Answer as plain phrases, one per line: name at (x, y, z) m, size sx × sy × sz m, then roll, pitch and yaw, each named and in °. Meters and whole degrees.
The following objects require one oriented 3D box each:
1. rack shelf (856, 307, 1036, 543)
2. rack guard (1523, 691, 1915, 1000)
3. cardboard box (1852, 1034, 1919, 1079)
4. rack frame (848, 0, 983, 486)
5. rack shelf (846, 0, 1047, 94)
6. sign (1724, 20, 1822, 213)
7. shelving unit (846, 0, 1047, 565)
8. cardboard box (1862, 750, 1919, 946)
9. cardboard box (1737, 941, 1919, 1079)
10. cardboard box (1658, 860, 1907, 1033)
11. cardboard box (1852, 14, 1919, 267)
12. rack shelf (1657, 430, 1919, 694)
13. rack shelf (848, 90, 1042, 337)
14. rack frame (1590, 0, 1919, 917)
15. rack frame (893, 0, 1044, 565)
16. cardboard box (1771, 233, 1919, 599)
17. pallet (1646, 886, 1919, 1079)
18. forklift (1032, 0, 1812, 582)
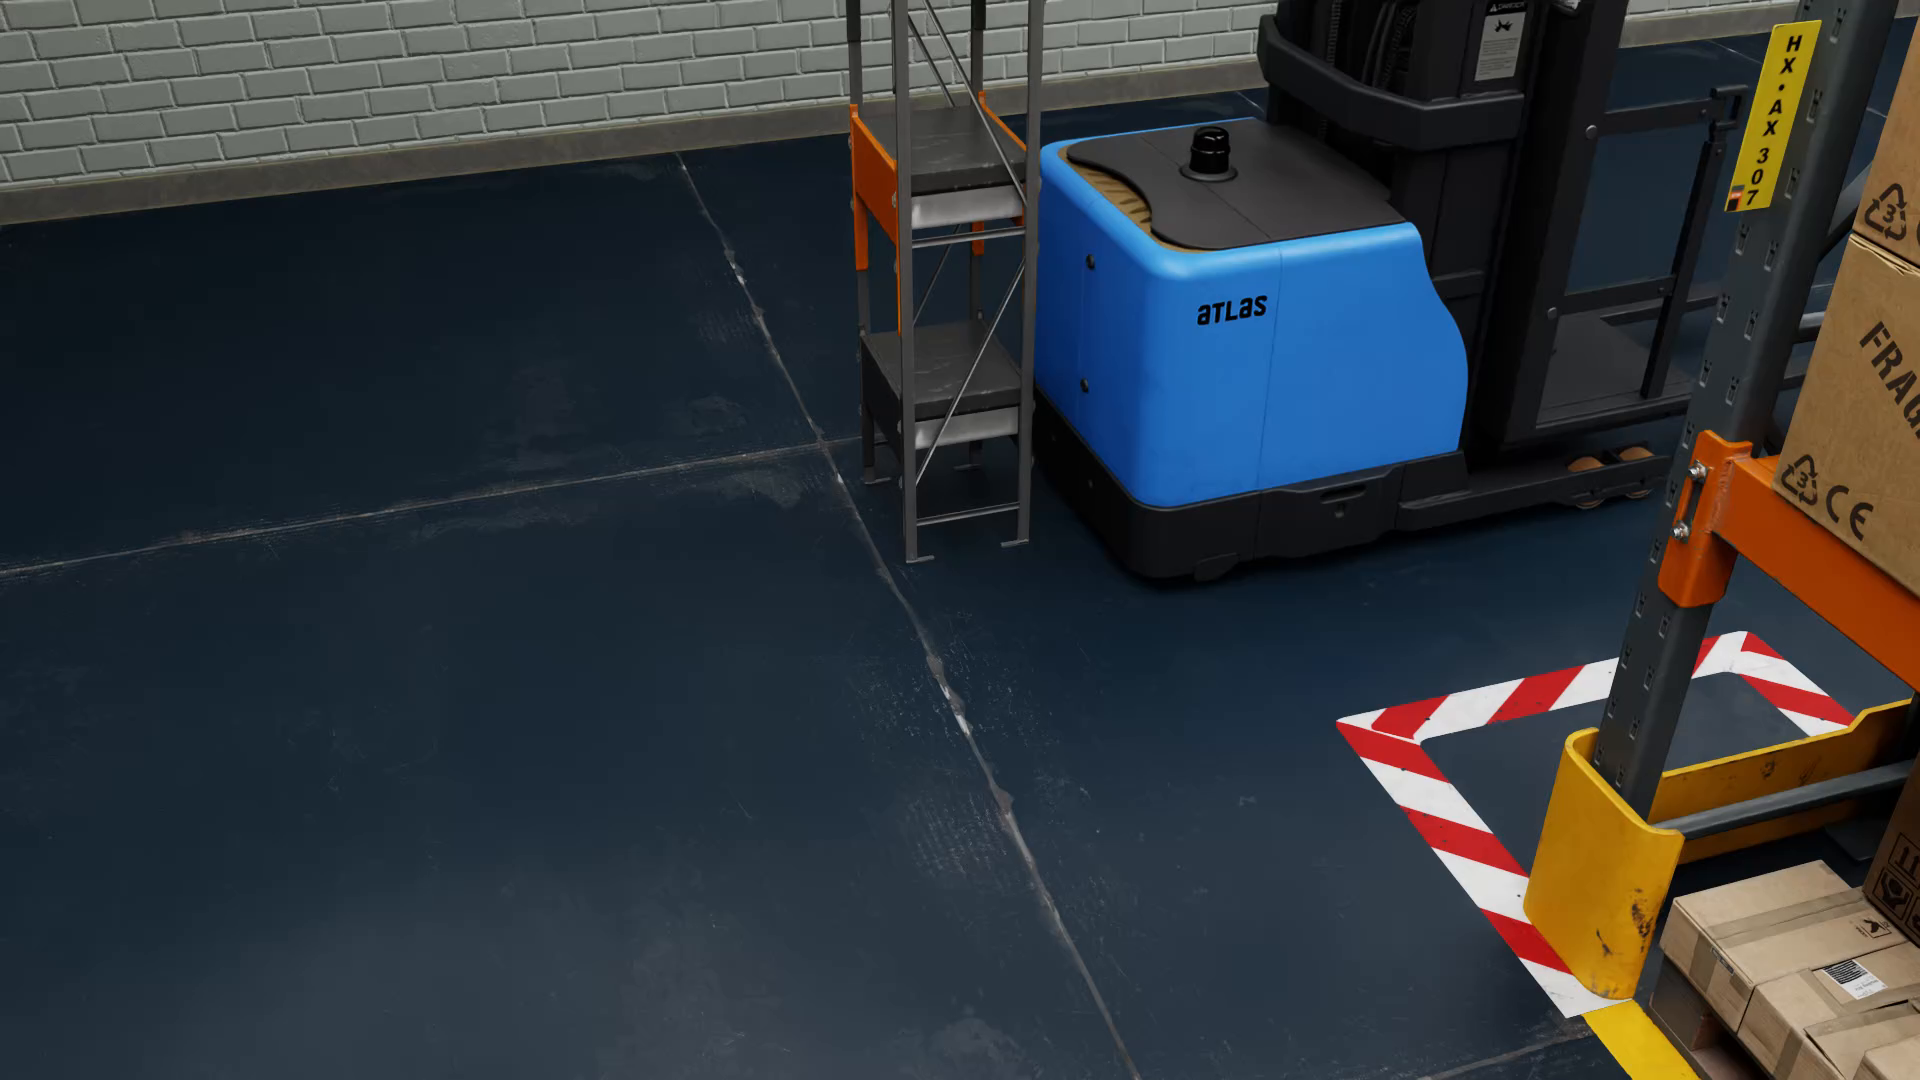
rack shelf at (-0.050, -0.368, 5.196) m, size 0.431 × 0.518 × 0.480 m, roll -10°, pitch 35°, yaw -15°
rack guard at (1.923, 0.636, 3.833) m, size 1.175 × 0.500 × 0.348 m, roll -10°, pitch 35°, yaw -15°
cardboard box at (1.948, 1.113, 2.940) m, size 0.500 × 0.250 × 0.500 m, roll -10°, pitch 35°, yaw -15°
rack frame at (-0.125, -1.091, 4.997) m, size 0.400 × 2.100 × 0.015 m, roll -10°, pitch 35°, yaw -15°
rack shelf at (-0.050, -1.536, 4.424) m, size 0.431 × 0.518 × 0.480 m, roll -10°, pitch 35°, yaw -15°
sign at (1.383, -0.716, 2.828) m, size 0.100 × 0.325 × 0.005 m, roll -10°, pitch 35°, yaw -15°
shelving unit at (-0.050, -0.963, 4.803) m, size 0.431 × 2.100 × 0.503 m, roll -10°, pitch 35°, yaw -15°
cardboard box at (2.300, 0.657, 3.403) m, size 0.500 × 0.500 × 0.500 m, roll -10°, pitch 35°, yaw -15°
cardboard box at (1.776, 0.961, 3.246) m, size 0.380 × 0.166 × 0.250 m, roll -10°, pitch 35°, yaw -15°
cardboard box at (1.700, 0.837, 3.449) m, size 0.380 × 0.149 × 0.250 m, roll -10°, pitch 35°, yaw -15°
cardboard box at (1.784, -0.628, 2.482) m, size 0.500 × 0.500 × 0.500 m, roll -9°, pitch 35°, yaw -13°
rack shelf at (2.510, 0.904, 1.814) m, size 1.077 × 0.370 × 4.000 m, roll -10°, pitch 35°, yaw -15°
rack shelf at (-0.050, -0.952, 4.810) m, size 0.431 × 0.518 × 0.480 m, roll -10°, pitch 35°, yaw -15°
rack frame at (1.900, -0.446, 3.205) m, size 1.000 × 3.000 × 0.127 m, roll -10°, pitch 35°, yaw -15°
rack frame at (0.024, -0.835, 4.609) m, size 0.400 × 2.100 × 0.015 m, roll -10°, pitch 35°, yaw -15°
cardboard box at (1.784, -0.211, 2.757) m, size 0.500 × 0.500 × 0.500 m, roll -9°, pitch 35°, yaw -14°
pallet at (2.167, 1.176, 3.280) m, size 1.003 × 0.211 × 1.213 m, roll -10°, pitch 35°, yaw -15°
forklift at (1.779, -1.586, 4.991) m, size 3.031 × 2.935 × 1.130 m, roll -11°, pitch 35°, yaw -16°
